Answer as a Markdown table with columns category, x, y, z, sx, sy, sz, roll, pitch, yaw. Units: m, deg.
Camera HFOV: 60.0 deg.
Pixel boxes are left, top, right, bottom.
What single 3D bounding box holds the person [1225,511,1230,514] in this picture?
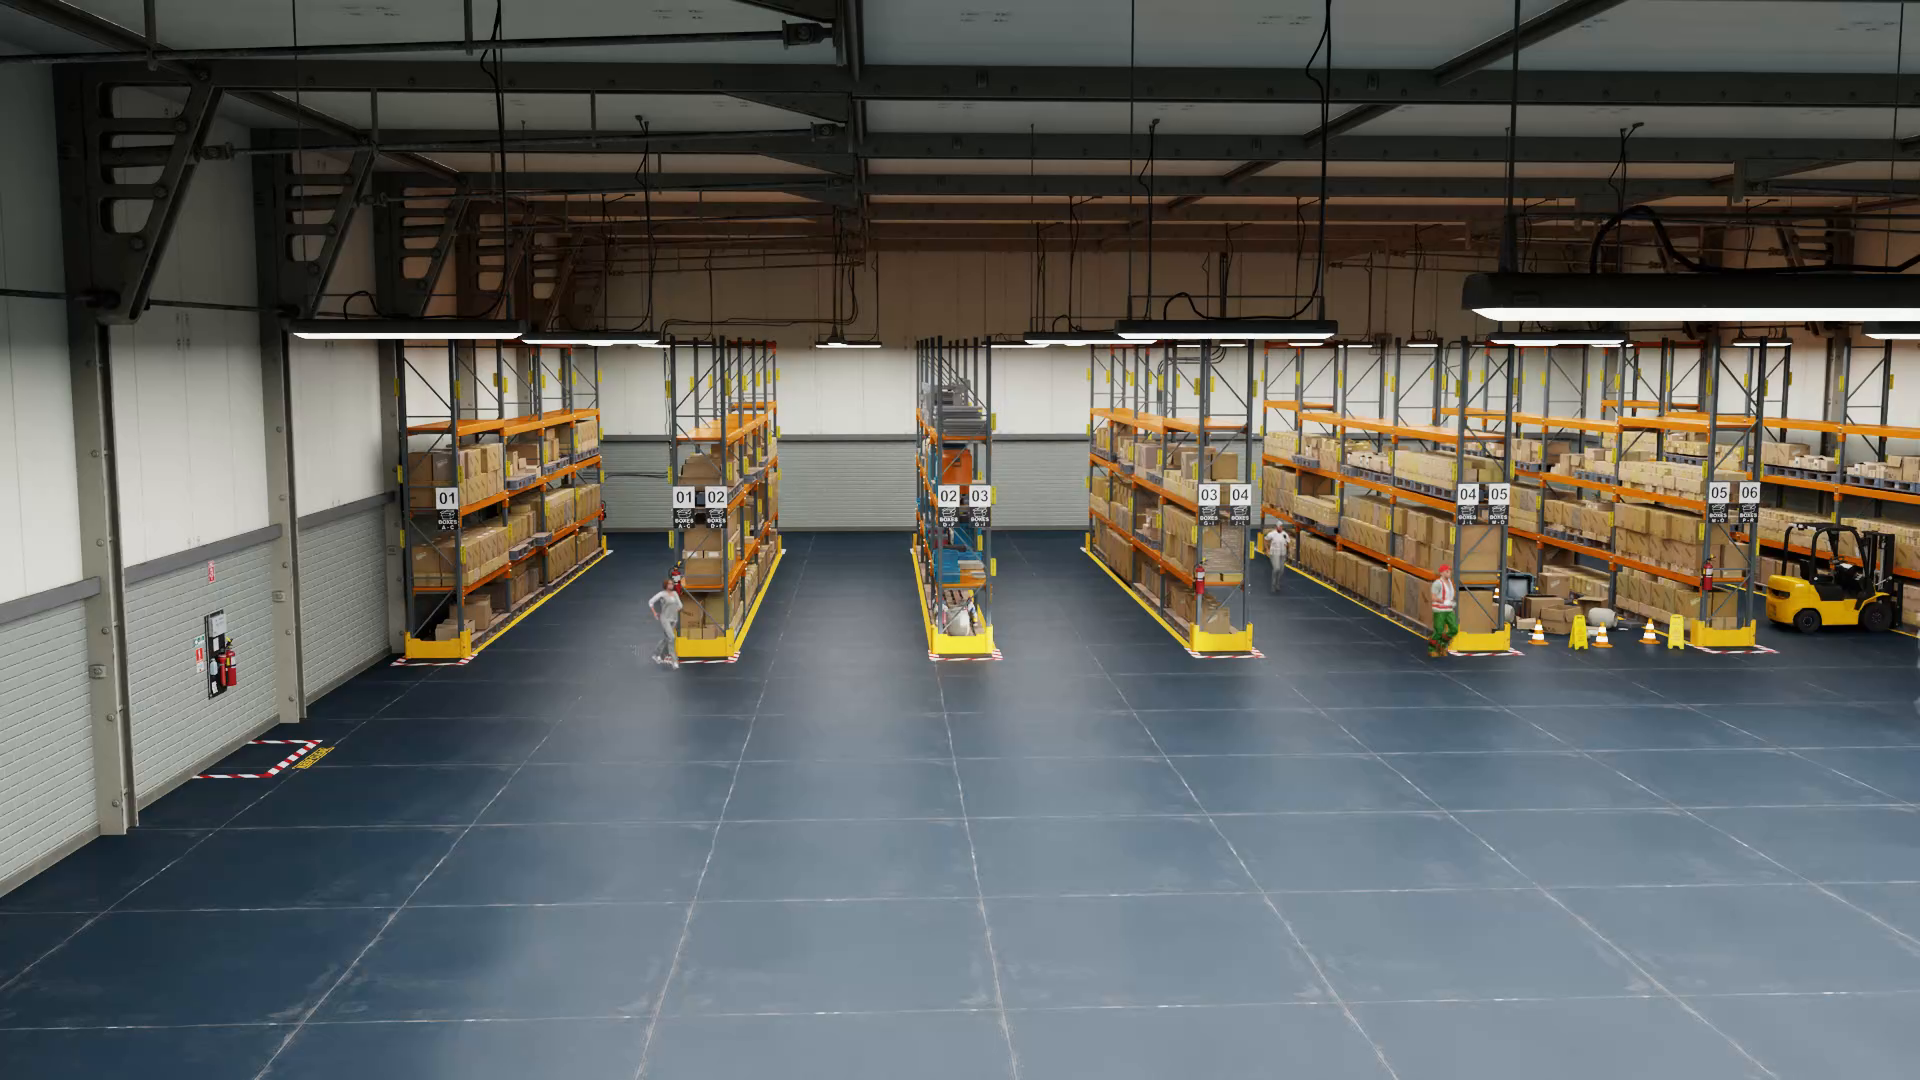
| category | x | y | z | sx | sy | sz | roll | pitch | yaw |
| --- | --- | --- | --- | --- | --- | --- | --- | --- | --- |
| person | 7.456 | -0.315 | 46.221 | 0.734 | 1.700 | 0.912 | 1 | 7 | 7 |

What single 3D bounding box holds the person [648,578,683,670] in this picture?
| category | x | y | z | sx | sy | sz | roll | pitch | yaw |
| --- | --- | --- | --- | --- | --- | --- | --- | --- | --- |
| person | -5.288 | 1.509 | 30.172 | 0.753 | 1.634 | 0.588 | 4 | 8 | 34 |

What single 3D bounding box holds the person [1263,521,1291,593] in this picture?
| category | x | y | z | sx | sy | sz | roll | pitch | yaw |
| --- | --- | --- | --- | --- | --- | --- | --- | --- | --- |
| person | 7.596 | 0.403 | 39.699 | 0.576 | 1.716 | 0.720 | -2 | 7 | -13 |

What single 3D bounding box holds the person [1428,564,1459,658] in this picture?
| category | x | y | z | sx | sy | sz | roll | pitch | yaw |
| --- | --- | --- | --- | --- | --- | --- | --- | --- | --- |
| person | 9.053 | 1.333 | 30.992 | 0.692 | 1.776 | 0.666 | -4 | 8 | -31 |
